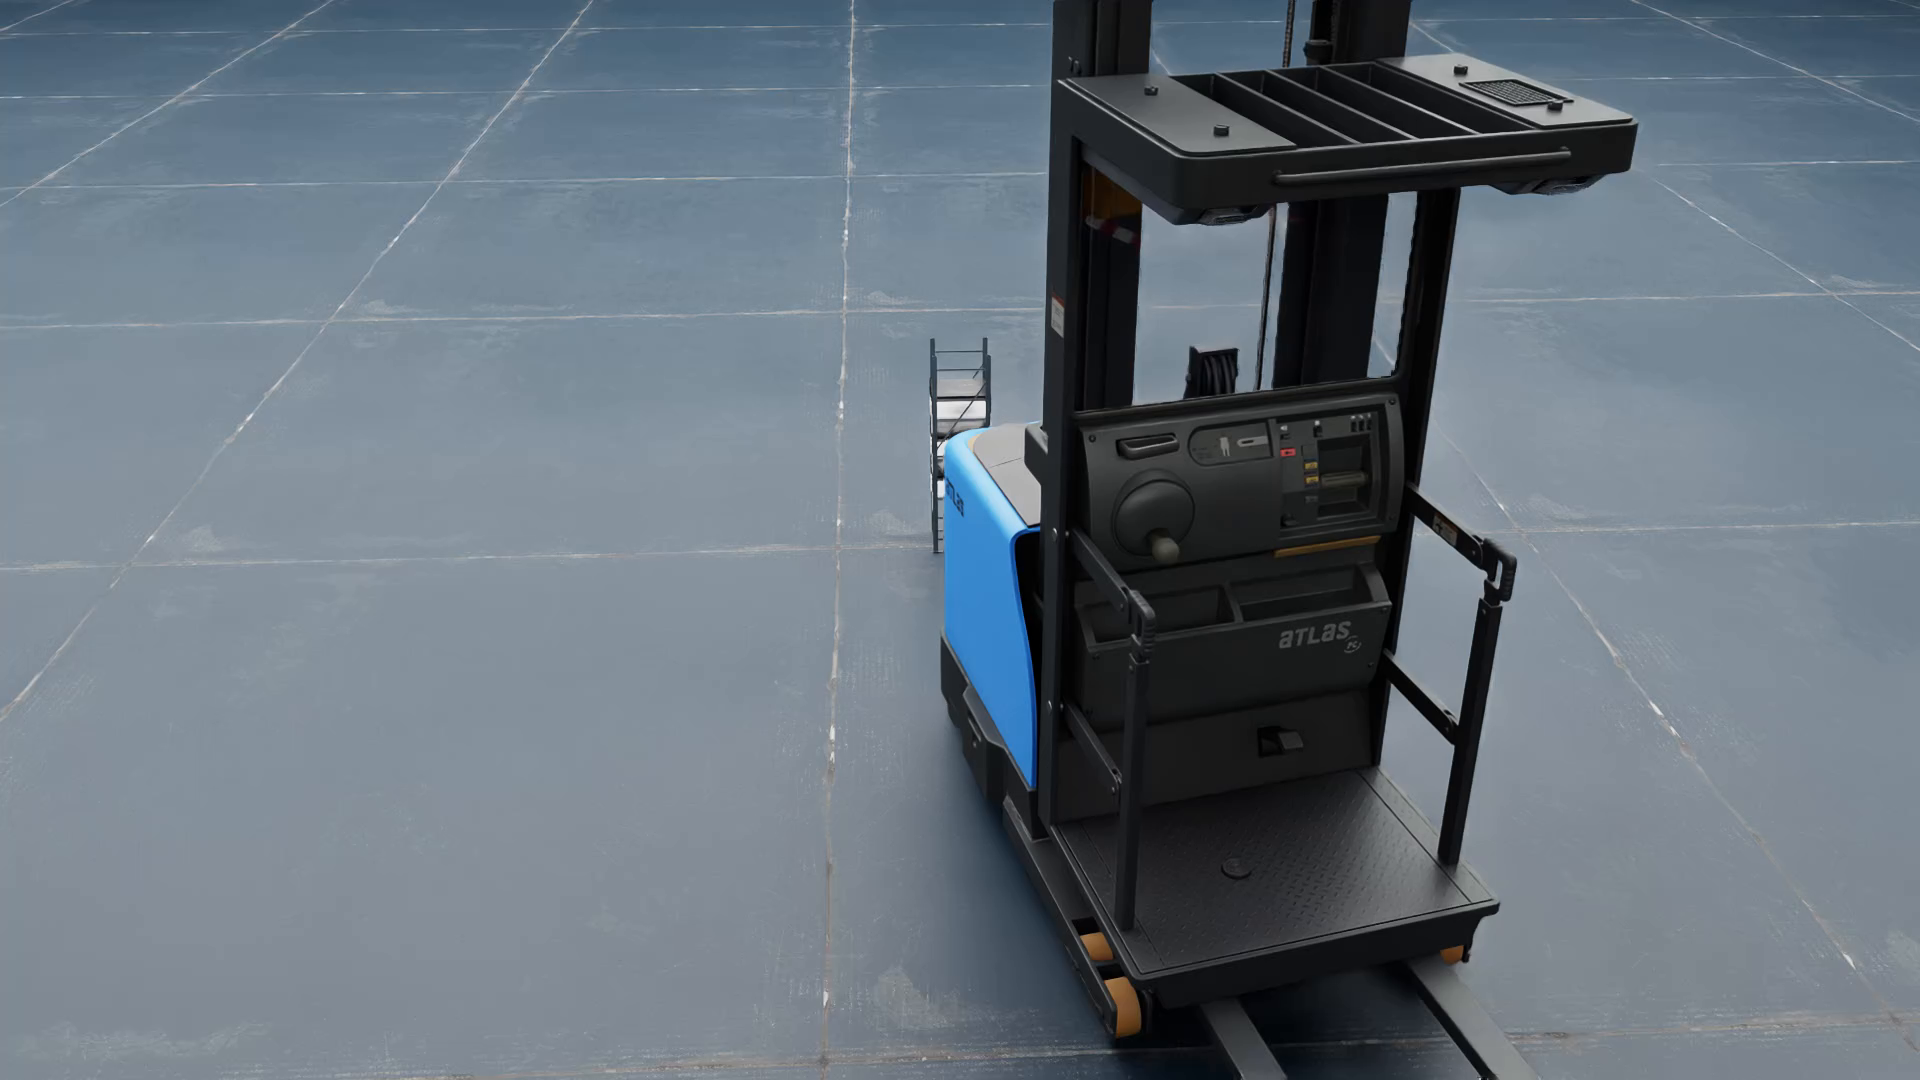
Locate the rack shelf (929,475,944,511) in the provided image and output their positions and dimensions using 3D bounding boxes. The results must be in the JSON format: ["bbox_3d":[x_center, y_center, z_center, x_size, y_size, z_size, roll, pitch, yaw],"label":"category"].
[{"bbox_3d":[0.000,-0.206,7.133,0.258,0.077,0.200,-1,28,-3],"label":"rack shelf"}]

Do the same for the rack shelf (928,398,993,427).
[{"bbox_3d":[0.000,-0.525,6.967,0.258,0.077,0.200,-1,28,-3],"label":"rack shelf"}]

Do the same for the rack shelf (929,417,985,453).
[{"bbox_3d":[0.000,-0.445,7.009,0.258,0.077,0.200,-1,28,-3],"label":"rack shelf"}]

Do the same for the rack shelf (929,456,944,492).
[{"bbox_3d":[0.000,-0.286,7.092,0.258,0.077,0.200,-1,28,-3],"label":"rack shelf"}]

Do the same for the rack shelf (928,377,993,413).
[{"bbox_3d":[0.000,-0.605,6.925,0.258,0.077,0.200,-1,28,-3],"label":"rack shelf"}]

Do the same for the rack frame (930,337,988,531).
[{"bbox_3d":[-0.005,-0.442,7.125,0.240,0.900,0.006,-1,28,-3],"label":"rack frame"}]

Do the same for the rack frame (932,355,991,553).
[{"bbox_3d":[0.006,-0.348,6.945,0.240,0.900,0.006,-1,28,-3],"label":"rack frame"}]

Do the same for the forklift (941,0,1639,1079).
[{"bbox_3d":[0.838,-0.126,4.322,1.130,2.935,3.031,-8,29,-15],"label":"forklift"}]

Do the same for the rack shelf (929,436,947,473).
[{"bbox_3d":[0.000,-0.366,7.050,0.258,0.077,0.200,-1,28,-3],"label":"rack shelf"}]

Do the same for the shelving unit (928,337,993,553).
[{"bbox_3d":[0.000,-0.395,7.035,0.258,0.900,0.210,-1,28,-3],"label":"shelving unit"}]
